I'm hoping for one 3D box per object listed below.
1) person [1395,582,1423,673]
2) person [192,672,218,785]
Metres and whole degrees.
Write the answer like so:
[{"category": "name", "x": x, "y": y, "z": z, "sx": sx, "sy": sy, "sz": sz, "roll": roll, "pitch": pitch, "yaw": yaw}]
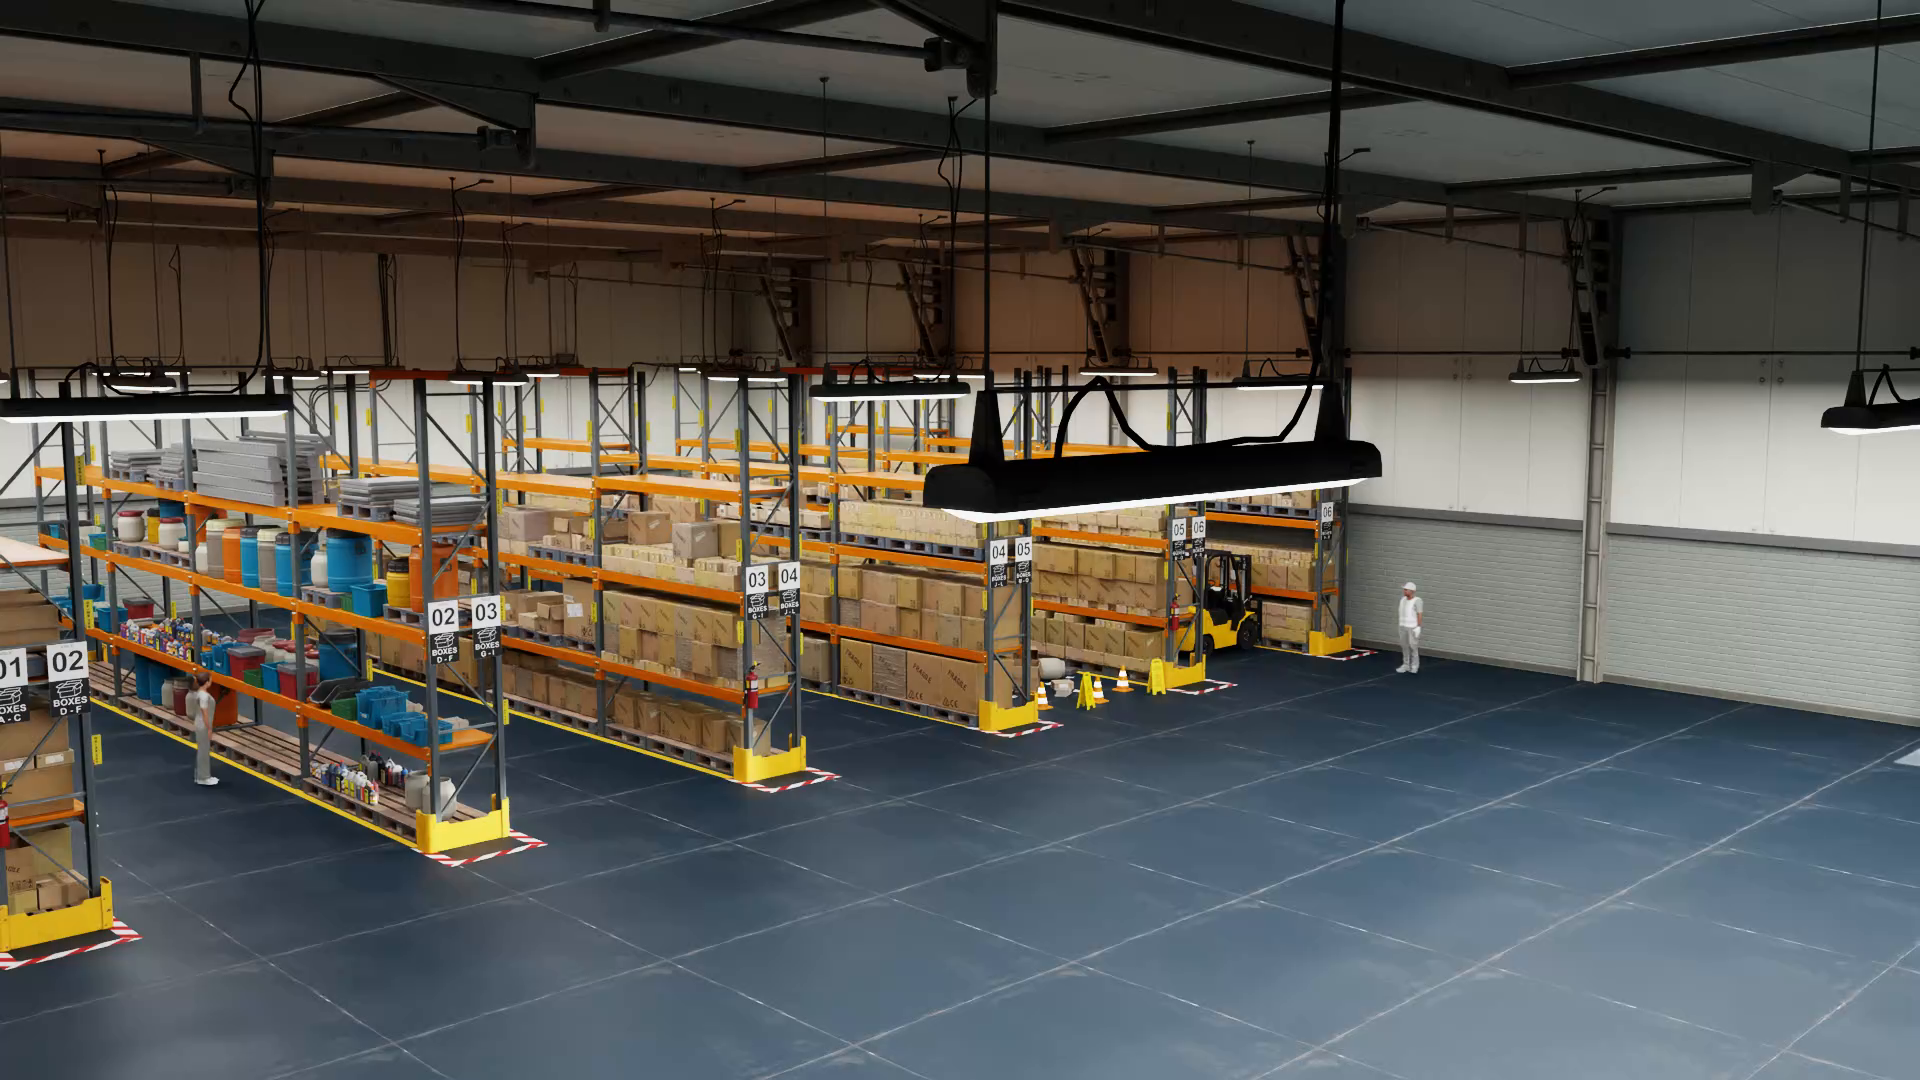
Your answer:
[{"category": "person", "x": 8.898, "y": 1.731, "z": 32.905, "sx": 0.378, "sy": 1.798, "sz": 0.622, "roll": -5, "pitch": 8, "yaw": -36}, {"category": "person", "x": -11.069, "y": 2.756, "z": 24.358, "sx": 0.352, "sy": 1.677, "sz": 0.487, "roll": -2, "pitch": 7, "yaw": -21}]
